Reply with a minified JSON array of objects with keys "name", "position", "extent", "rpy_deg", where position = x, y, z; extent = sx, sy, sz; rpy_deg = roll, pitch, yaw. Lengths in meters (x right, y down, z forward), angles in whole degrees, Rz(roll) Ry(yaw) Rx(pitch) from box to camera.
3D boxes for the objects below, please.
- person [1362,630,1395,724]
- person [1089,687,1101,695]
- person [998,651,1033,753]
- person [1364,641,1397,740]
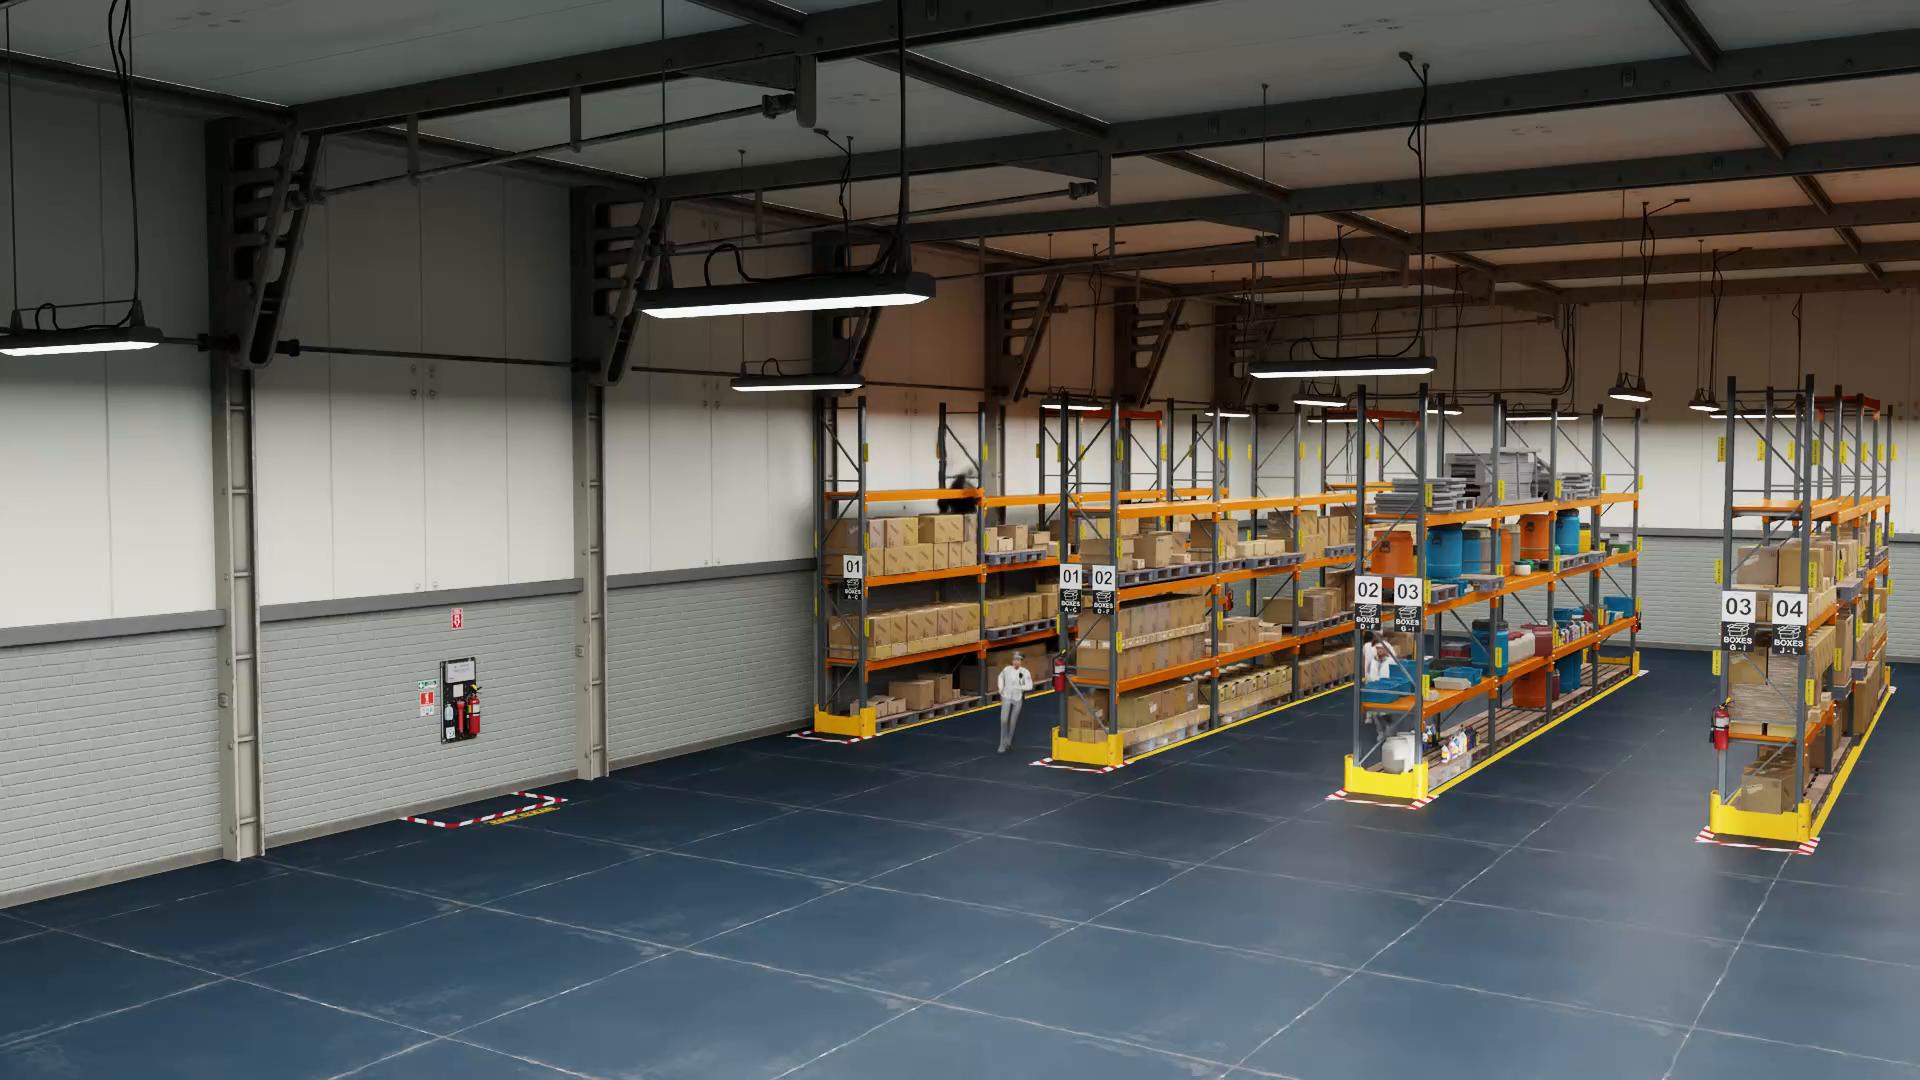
[{"name":"person","position":[7.691,2.496,30.737],"extent":[0.710,1.747,0.968],"rpy_deg":[2,3,28]},{"name":"person","position":[2.611,2.560,31.281],"extent":[0.543,1.562,0.877],"rpy_deg":[1,3,24]},{"name":"person","position":[0.931,2.722,27.943],"extent":[0.602,1.761,0.662],"rpy_deg":[0,3,7]},{"name":"person","position":[7.295,2.616,28.820],"extent":[0.645,1.732,0.592],"rpy_deg":[2,4,34]}]
